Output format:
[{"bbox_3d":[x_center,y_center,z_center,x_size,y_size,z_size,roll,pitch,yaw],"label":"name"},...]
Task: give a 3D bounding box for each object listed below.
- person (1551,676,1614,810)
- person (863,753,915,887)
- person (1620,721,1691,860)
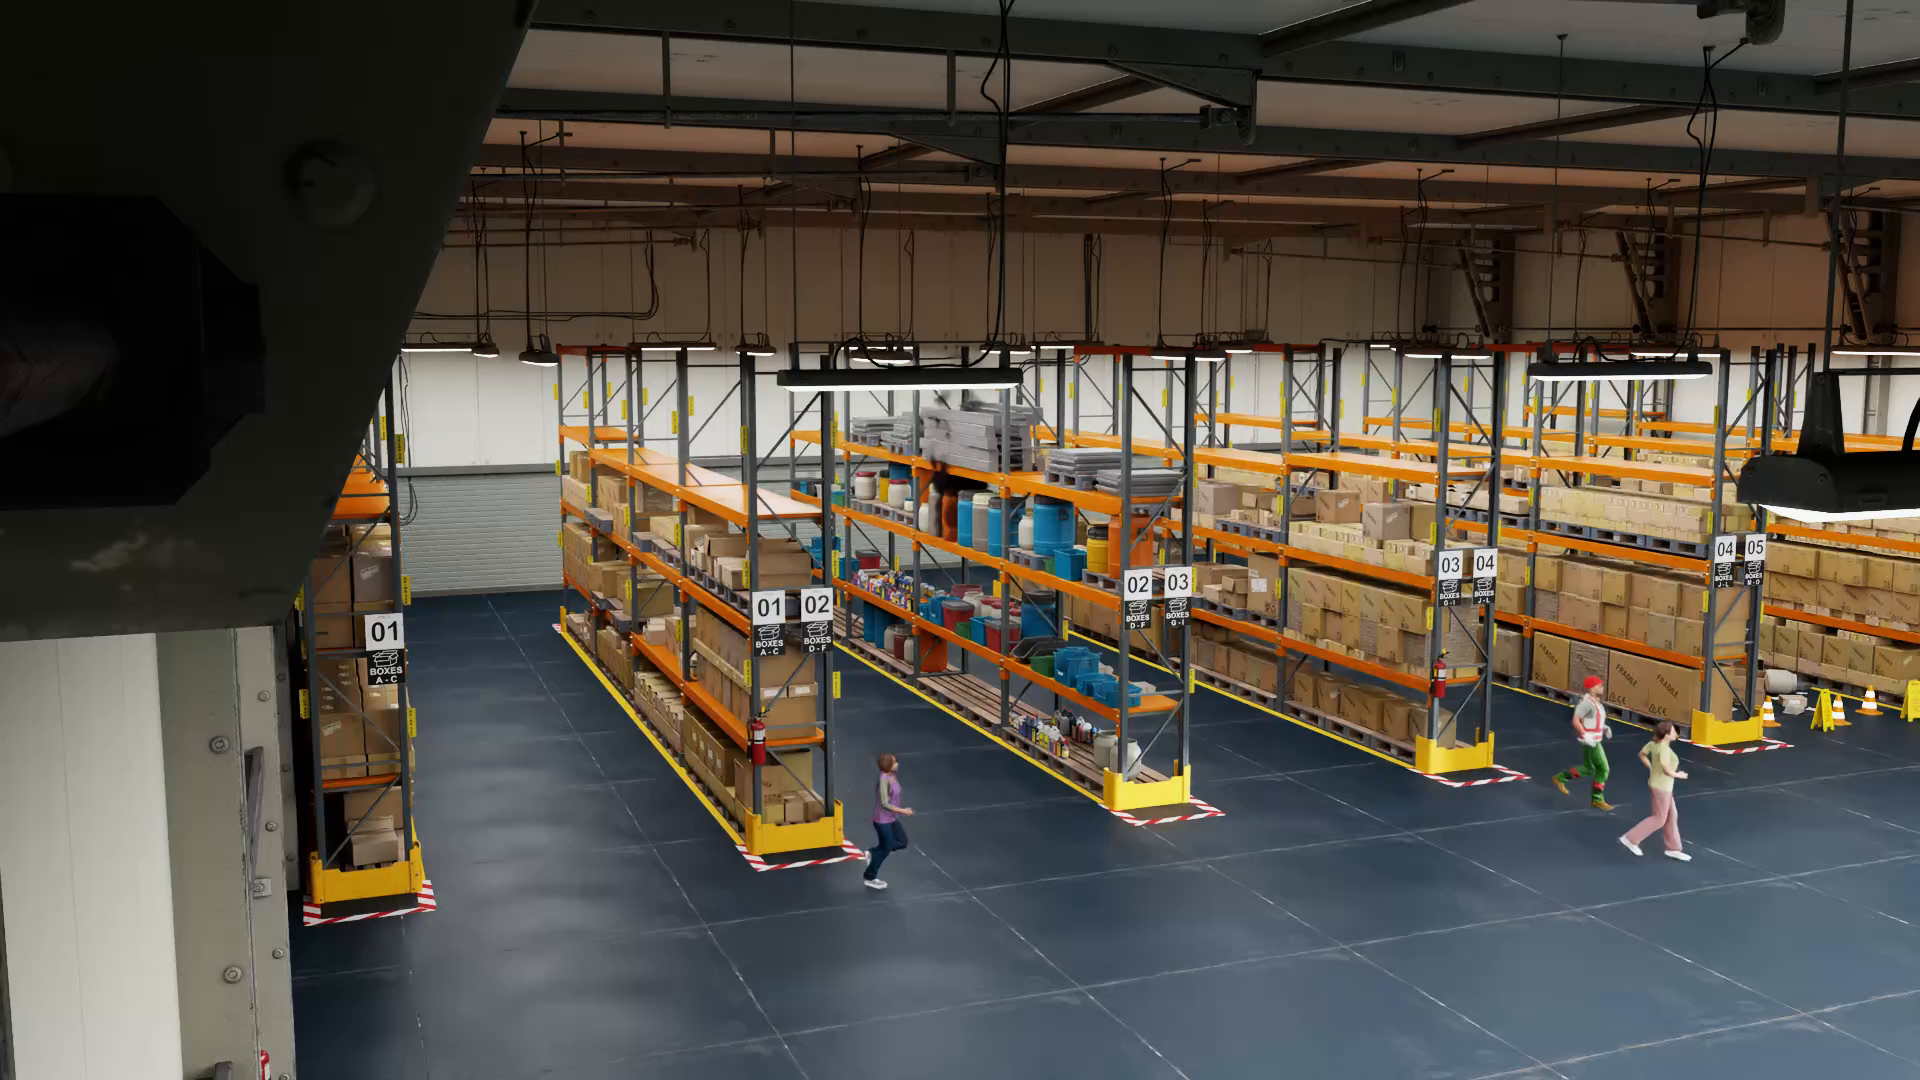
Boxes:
[{"bbox_3d":[8.302,2.667,22.106,0.817,1.773,0.673,4,8,27],"label":"person"},{"bbox_3d":[-0.799,3.173,18.913,0.606,1.557,0.575,1,7,10],"label":"person"},{"bbox_3d":[8.331,2.991,19.846,0.848,1.688,0.598,1,7,7],"label":"person"}]
